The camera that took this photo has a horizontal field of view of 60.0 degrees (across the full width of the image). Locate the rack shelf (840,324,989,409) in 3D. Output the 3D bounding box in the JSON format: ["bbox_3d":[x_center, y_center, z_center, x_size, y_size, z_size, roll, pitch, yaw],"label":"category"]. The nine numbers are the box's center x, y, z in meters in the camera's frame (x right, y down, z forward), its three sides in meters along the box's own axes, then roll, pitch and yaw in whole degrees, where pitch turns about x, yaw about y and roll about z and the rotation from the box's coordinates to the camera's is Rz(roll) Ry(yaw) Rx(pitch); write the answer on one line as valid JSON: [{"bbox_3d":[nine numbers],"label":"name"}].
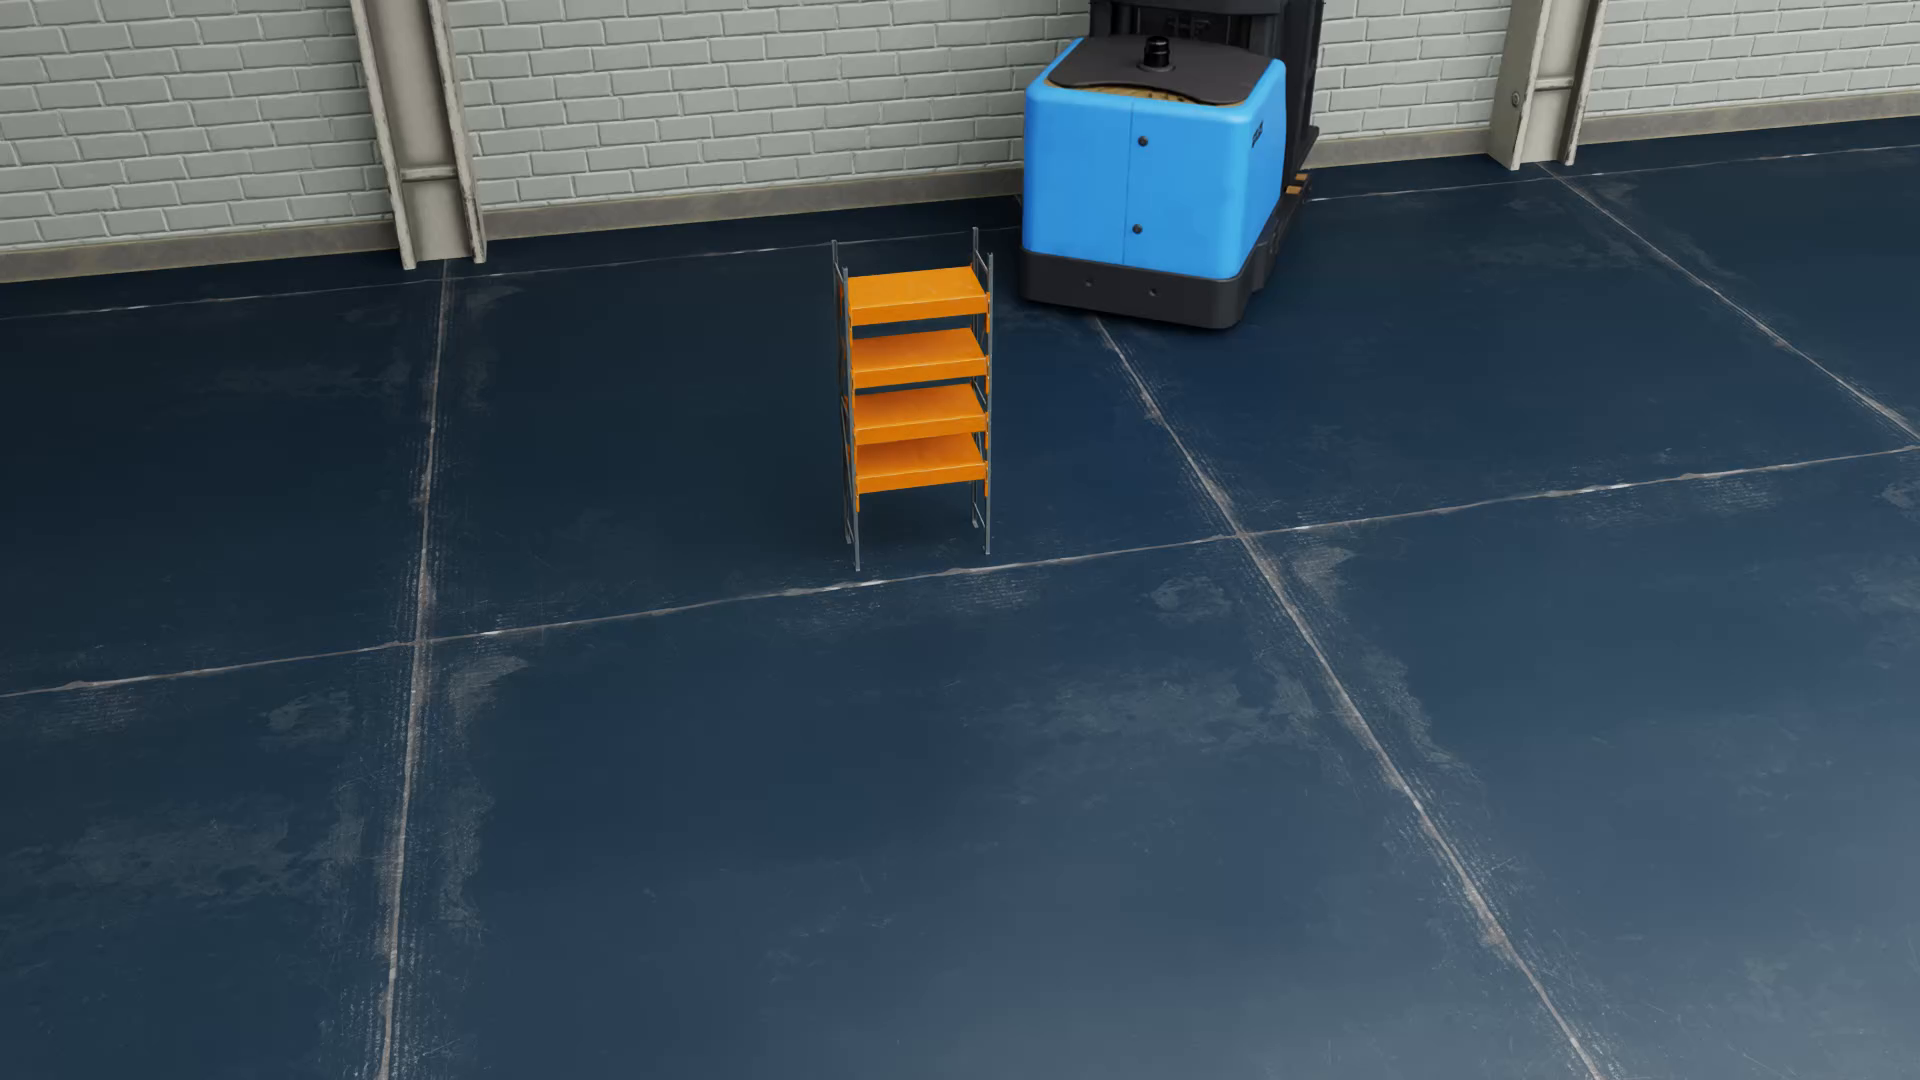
[{"bbox_3d":[-0.161,-0.608,5.798,0.480,0.148,0.258,-7,35,-11],"label":"rack shelf"}]

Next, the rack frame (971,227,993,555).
[{"bbox_3d":[0.077,-0.508,5.930,0.015,1.200,0.240,-7,35,-11],"label":"rack frame"}]

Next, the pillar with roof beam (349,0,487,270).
[{"bbox_3d":[-1.651,-2.845,2.414,0.400,9.000,9.100,-7,35,-11],"label":"pillar with roof beam"}]

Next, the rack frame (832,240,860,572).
[{"bbox_3d":[-0.399,-0.448,5.841,0.015,1.200,0.240,-7,35,-11],"label":"rack frame"}]

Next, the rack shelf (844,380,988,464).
[{"bbox_3d":[-0.161,-0.422,5.923,0.480,0.148,0.258,-7,35,-11],"label":"rack shelf"}]

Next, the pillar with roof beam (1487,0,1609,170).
[{"bbox_3d":[4.201,-3.583,3.513,0.400,9.000,9.100,-7,35,-11],"label":"pillar with roof beam"}]

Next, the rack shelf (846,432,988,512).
[{"bbox_3d":[-0.161,-0.257,6.033,0.480,0.148,0.258,-7,35,-11],"label":"rack shelf"}]

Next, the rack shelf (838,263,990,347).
[{"bbox_3d":[-0.161,-0.804,5.666,0.480,0.148,0.258,-7,35,-11],"label":"rack shelf"}]

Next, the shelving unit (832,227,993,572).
[{"bbox_3d":[-0.161,-0.478,5.885,0.503,1.200,0.258,-7,35,-11],"label":"shelving unit"}]

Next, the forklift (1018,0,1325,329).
[{"bbox_3d":[1.257,-2.991,8.076,1.130,2.935,3.031,12,36,17],"label":"forklift"}]
